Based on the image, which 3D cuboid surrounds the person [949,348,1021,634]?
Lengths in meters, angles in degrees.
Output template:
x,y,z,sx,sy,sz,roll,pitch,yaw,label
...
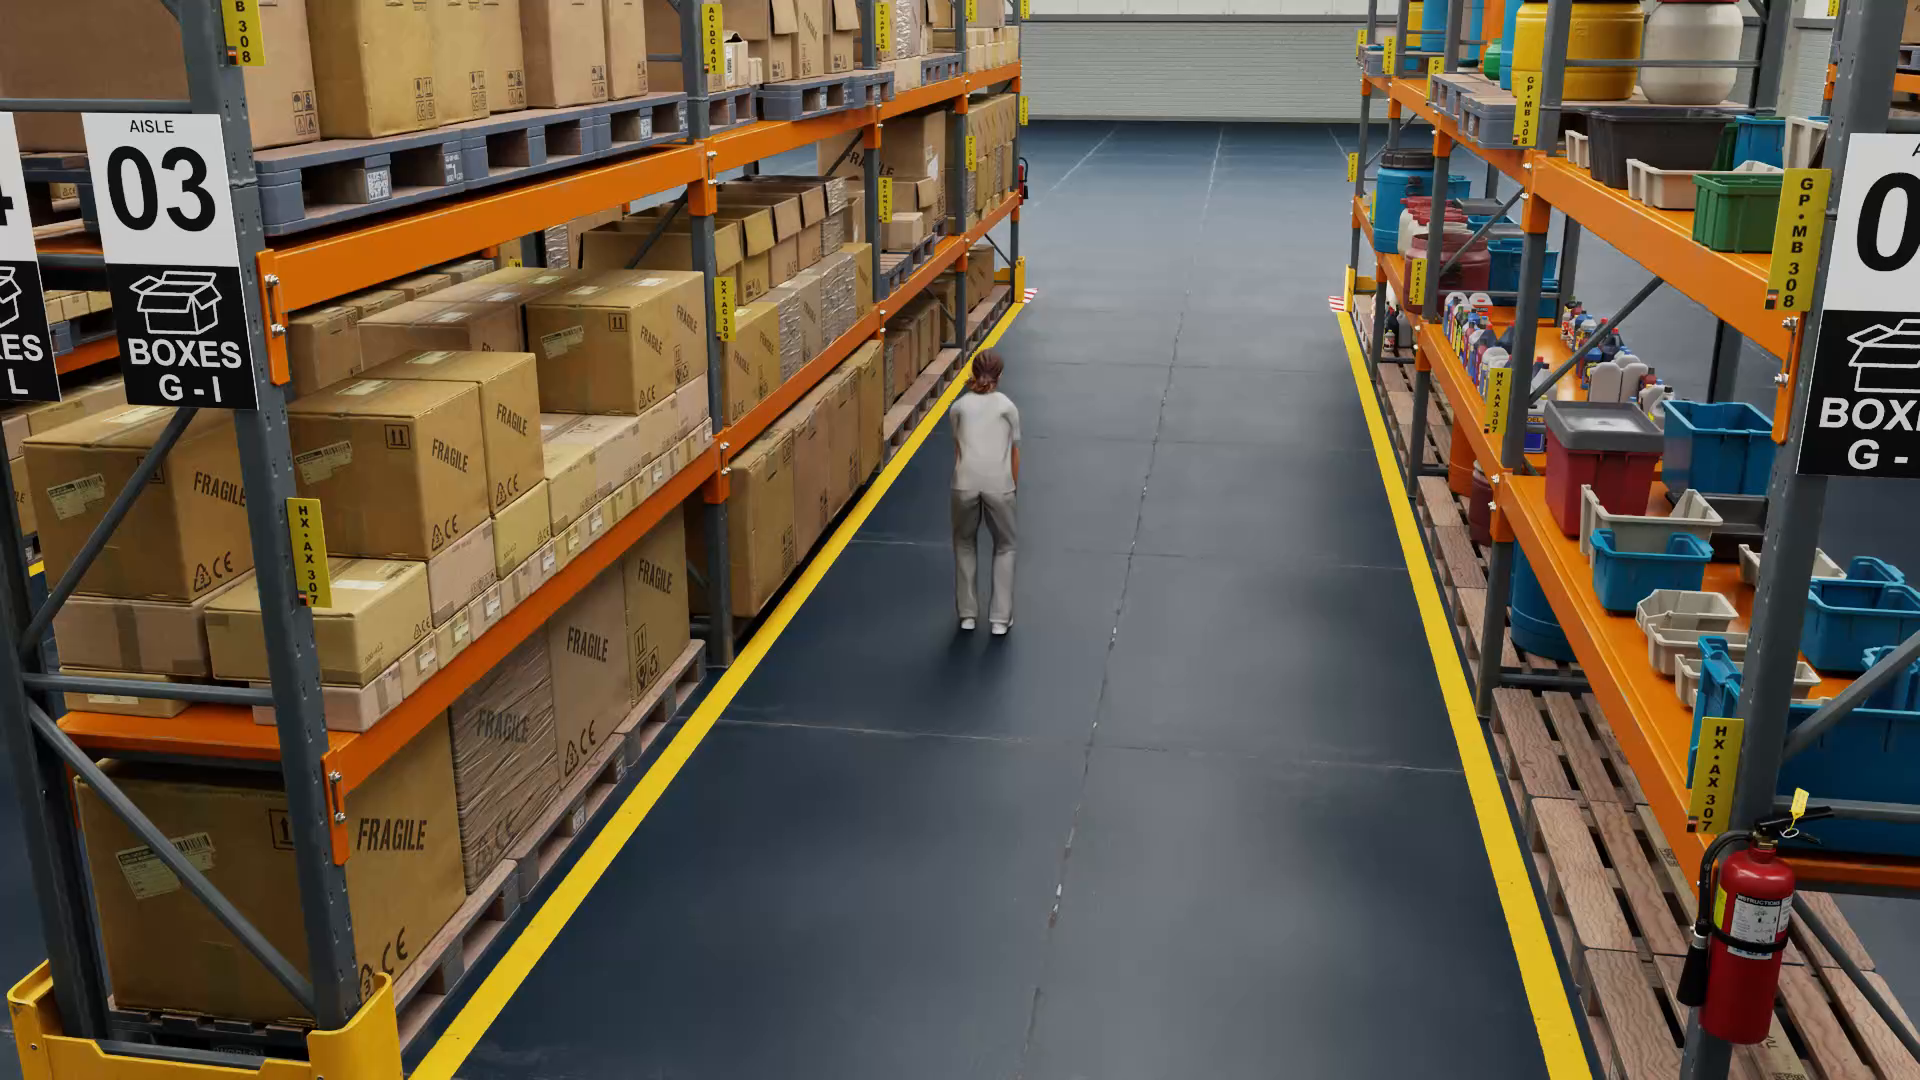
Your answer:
x,y,z,sx,sy,sz,roll,pitch,yaw,label
0.138,-0.281,9.543,0.410,1.606,0.548,3,18,8,person
